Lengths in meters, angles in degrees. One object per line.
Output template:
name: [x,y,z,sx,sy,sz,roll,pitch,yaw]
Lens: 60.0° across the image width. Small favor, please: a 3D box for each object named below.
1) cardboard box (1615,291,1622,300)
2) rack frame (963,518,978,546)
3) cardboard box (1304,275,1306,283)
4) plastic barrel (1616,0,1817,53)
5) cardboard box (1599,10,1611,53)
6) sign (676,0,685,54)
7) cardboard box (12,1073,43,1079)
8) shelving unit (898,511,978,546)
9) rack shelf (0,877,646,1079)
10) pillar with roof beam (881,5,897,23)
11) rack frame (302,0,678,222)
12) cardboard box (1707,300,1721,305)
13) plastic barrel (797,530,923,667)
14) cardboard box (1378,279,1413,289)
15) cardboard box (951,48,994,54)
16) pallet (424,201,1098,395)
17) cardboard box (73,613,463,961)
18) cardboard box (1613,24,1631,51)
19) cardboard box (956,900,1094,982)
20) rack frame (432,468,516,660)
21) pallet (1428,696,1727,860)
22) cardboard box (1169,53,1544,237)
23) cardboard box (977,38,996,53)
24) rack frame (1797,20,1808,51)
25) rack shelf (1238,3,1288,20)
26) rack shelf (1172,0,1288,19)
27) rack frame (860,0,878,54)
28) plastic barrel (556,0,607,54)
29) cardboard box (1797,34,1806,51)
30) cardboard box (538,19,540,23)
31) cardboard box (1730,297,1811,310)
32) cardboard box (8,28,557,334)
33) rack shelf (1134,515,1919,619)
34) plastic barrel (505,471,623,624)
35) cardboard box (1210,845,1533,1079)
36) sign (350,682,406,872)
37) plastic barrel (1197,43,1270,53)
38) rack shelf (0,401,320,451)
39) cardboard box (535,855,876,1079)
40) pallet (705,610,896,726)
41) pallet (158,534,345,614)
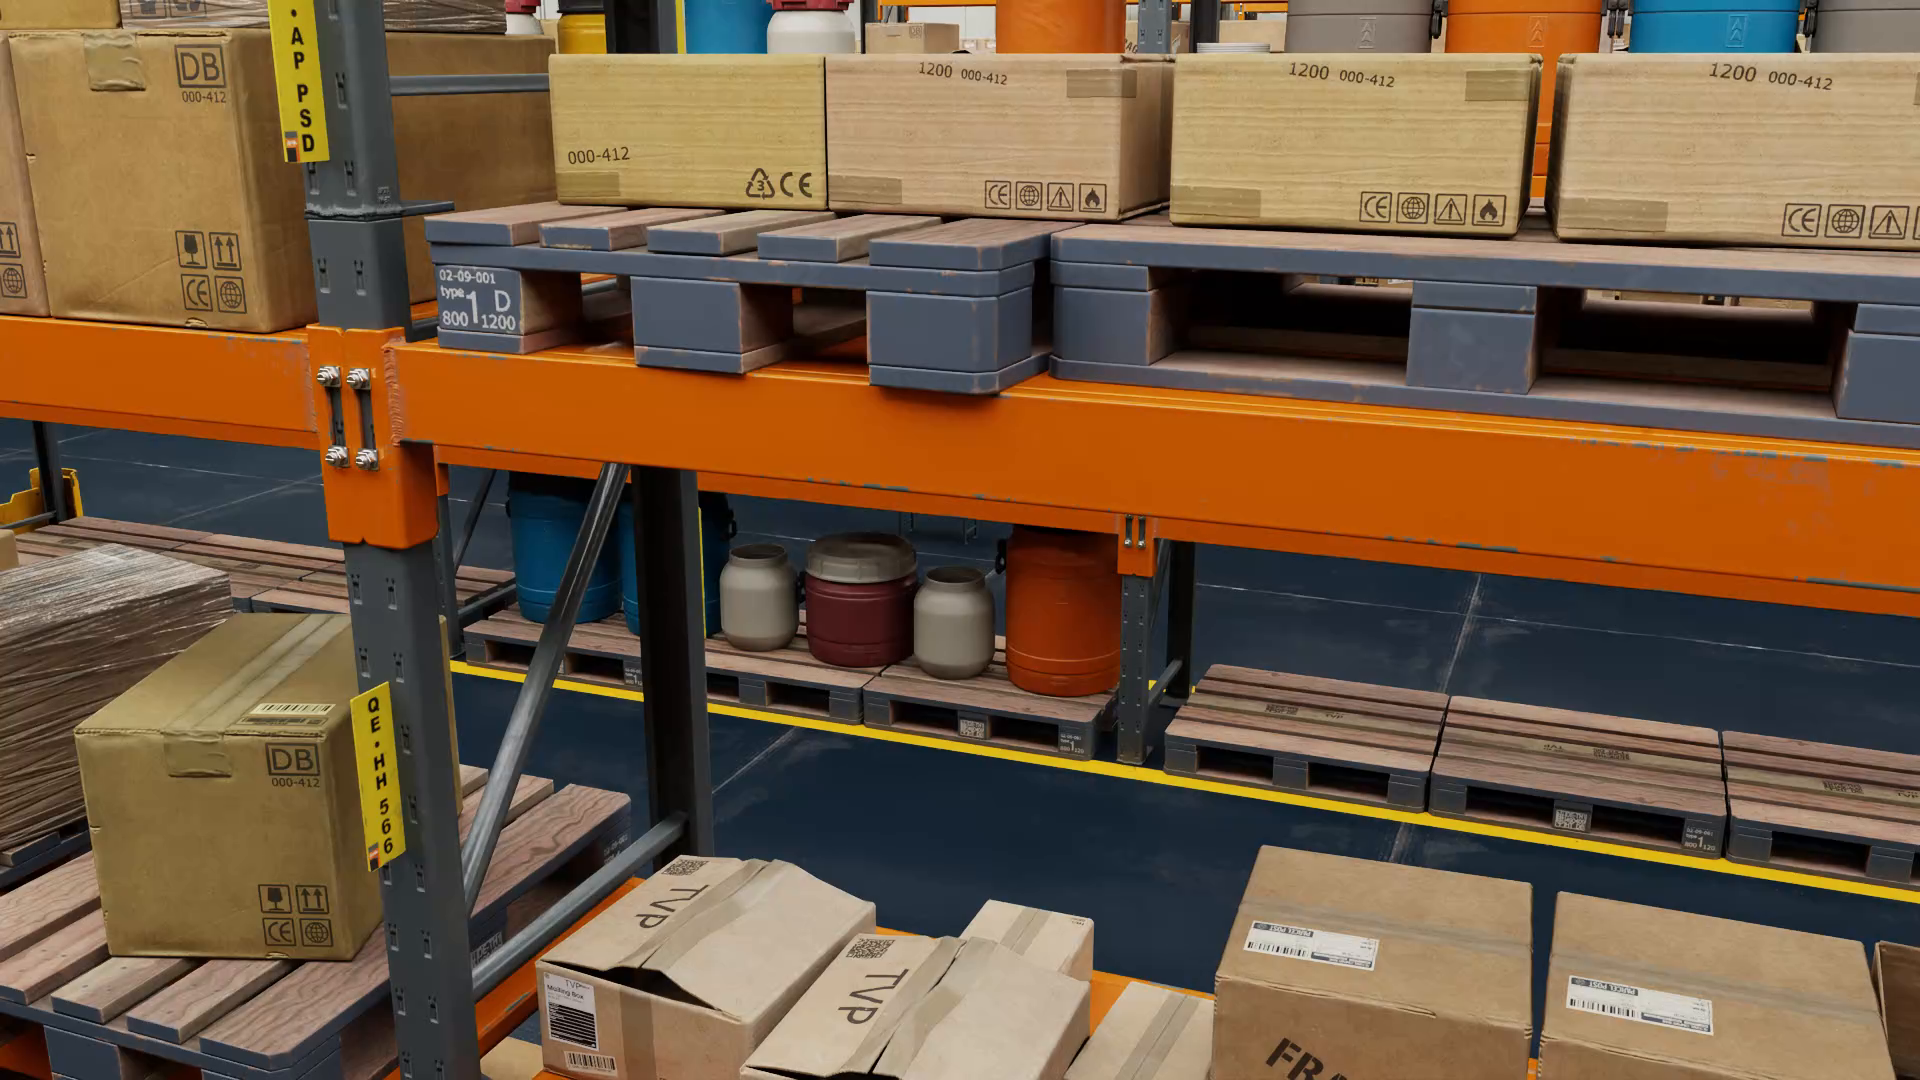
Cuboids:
cardboard box: [8.360,-3.073,20.839,0.625,0.372,0.950,7,18,22]
rack frame: [0.073,-0.568,11.479,0.015,1.200,0.240,6,17,21]
cardboard box: [2.259,-1.810,12.350,0.500,0.500,0.500,7,18,22]
plastic barrel: [2.943,-1.893,6.535,0.708,0.901,0.600,6,17,21]
cardboard box: [4.093,-3.287,11.161,0.500,0.500,0.500,6,17,19]
sign: [-0.618,-1.077,3.554,0.005,0.325,0.100,6,17,21]
cardboard box: [-2.267,1.694,4.152,0.500,0.500,0.500,6,17,19]
shelving unit: [-0.154,-0.593,11.565,0.503,1.200,0.258,6,17,21]
rack shelf: [-2.690,0.934,4.368,4.000,0.370,1.077,6,17,21]
pillar with roof beam: [-2.936,-8.726,25.592,0.400,9.000,9.100,6,17,21]
rack frame: [-0.829,-2.088,2.726,0.127,3.000,1.000,6,17,21]
cardboard box: [6.937,-1.904,16.134,0.750,0.750,1.050,6,17,21]
plastic barrel: [-0.520,0.304,8.819,0.708,0.588,0.600,6,17,21]
cardboard box: [3.326,-1.981,12.184,0.500,0.500,0.500,4,17,14]
cardboard box: [0.075,-3.649,12.890,0.500,0.311,0.500,6,17,19]
pallet: [-0.165,-0.511,3.012,1.003,0.211,1.213,7,18,23]
cardboard box: [-1.457,0.508,3.611,0.500,0.500,0.700,1,16,2]
cardboard box: [6.443,-4.685,15.940,0.500,0.500,0.500,6,17,21]
cardboard box: [0.109,0.934,3.528,0.250,0.149,0.380,6,17,21]
rack frame: [-2.730,-0.901,9.396,0.127,3.000,1.000,6,17,21]
pallet: [2.829,1.062,7.636,1.213,0.211,1.003,6,17,21]
cardboard box: [0.636,-0.635,2.617,0.500,0.250,0.500,6,17,20]
cardboard box: [0.361,-5.247,17.644,0.250,0.149,0.380,7,18,22]
rack frame: [11.984,-8.106,23.454,0.127,3.000,1.000,6,17,21]
rack shelf: [6.402,-8.182,25.725,4.000,0.370,1.077,6,17,21]
rack shelf: [4.584,-6.894,21.289,4.000,0.370,1.077,6,17,21]
rack frame: [-0.912,-5.066,12.984,0.127,3.000,1.000,6,17,21]
plastic barrel: [-1.806,-2.593,8.753,0.600,0.588,0.600,0,16,0]
cardboard box: [9.580,-5.774,19.420,0.500,0.250,0.500,7,17,22]
cardboard box: [-3.651,-4.205,14.284,0.500,0.500,0.700,6,17,19]
cardboard box: [5.842,-1.974,11.265,1.000,1.000,1.000,6,17,21]
cardboard box: [-1.248,-0.732,3.254,0.500,0.500,0.910,6,17,21]
rack shelf: [2.852,0.059,7.382,4.000,0.370,1.077,6,17,21]
plastic barrel: [-2.230,-0.035,9.423,0.708,0.901,0.600,6,17,21]
cardboard box: [0.737,0.912,2.972,0.500,0.500,0.500,5,17,18]
sign: [-1.020,0.416,2.924,0.005,0.325,0.100,6,17,21]
plastic barrel: [1.168,-1.875,7.170,0.421,0.512,0.421,0,16,0]
rack shelf: [-4.590,-0.760,10.201,4.000,0.370,1.077,6,17,21]
cardboard box: [-0.507,0.884,3.408,0.500,0.311,0.500,7,18,24]
pallet: [-0.888,0.653,9.047,1.213,0.211,1.003,6,17,21]
pallet: [-4.567,0.249,10.438,1.213,0.211,1.003,6,17,21]
